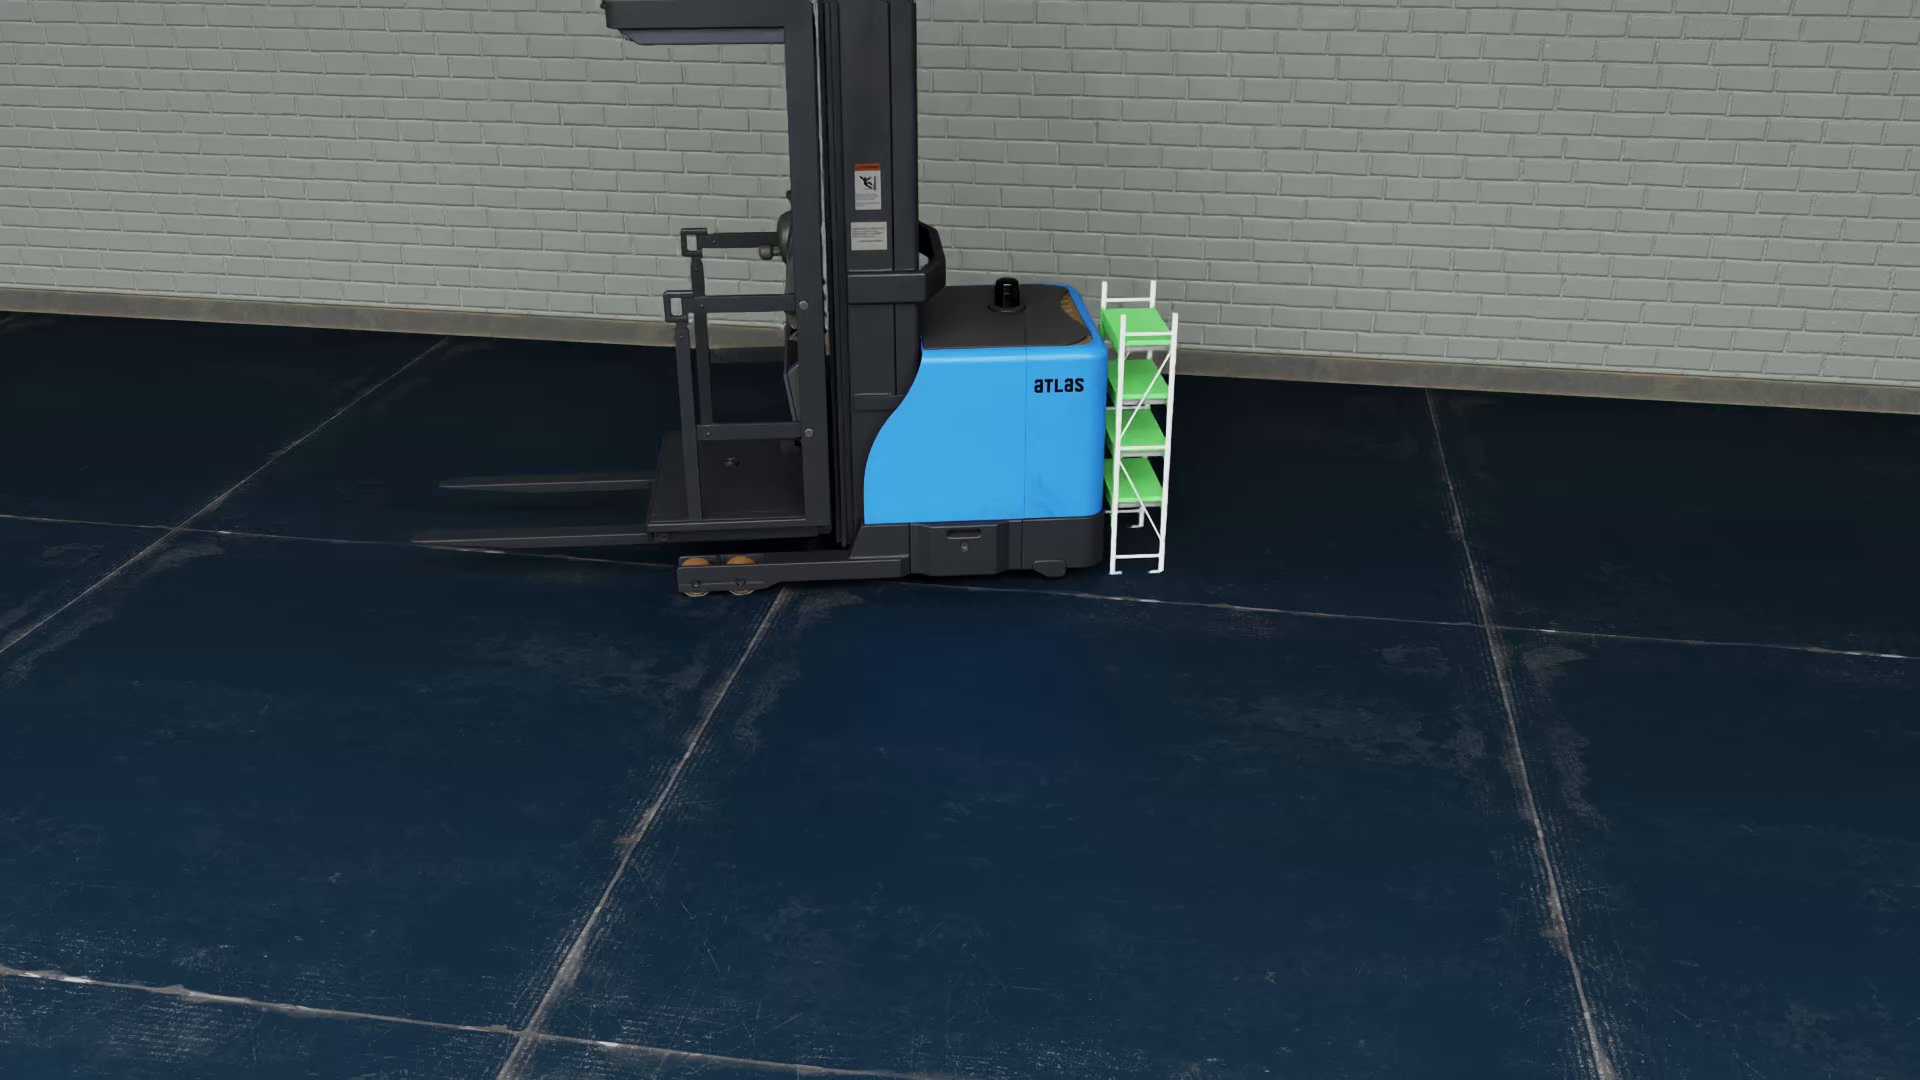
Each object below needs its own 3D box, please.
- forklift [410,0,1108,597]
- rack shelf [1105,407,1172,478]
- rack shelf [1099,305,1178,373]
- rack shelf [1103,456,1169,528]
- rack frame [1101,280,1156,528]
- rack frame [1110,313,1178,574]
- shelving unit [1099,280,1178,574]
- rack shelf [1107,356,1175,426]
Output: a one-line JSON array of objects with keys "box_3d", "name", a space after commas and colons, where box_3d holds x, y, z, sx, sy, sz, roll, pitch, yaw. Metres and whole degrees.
[{"box_3d": [-0.906, -1.314, 7.100, 3.031, 2.935, 1.130, -2, 25, -4], "name": "forklift"}, {"box_3d": [0.769, -0.442, 7.430, 0.258, 0.148, 0.480, -2, 25, -4], "name": "rack shelf"}, {"box_3d": [0.769, -0.877, 7.226, 0.258, 0.148, 0.480, -2, 25, -4], "name": "rack shelf"}, {"box_3d": [0.769, -0.225, 7.531, 0.258, 0.148, 0.480, -2, 25, -4], "name": "rack shelf"}, {"box_3d": [0.749, -0.603, 7.623, 0.240, 1.200, 0.015, -2, 25, -4], "name": "rack frame"}, {"box_3d": [0.789, -0.397, 7.182, 0.240, 1.200, 0.015, -2, 25, -4], "name": "rack frame"}, {"box_3d": [0.769, -0.500, 7.403, 0.258, 1.200, 0.503, -2, 25, -4], "name": "shelving unit"}, {"box_3d": [0.769, -0.659, 7.328, 0.258, 0.148, 0.480, -2, 25, -4], "name": "rack shelf"}]
